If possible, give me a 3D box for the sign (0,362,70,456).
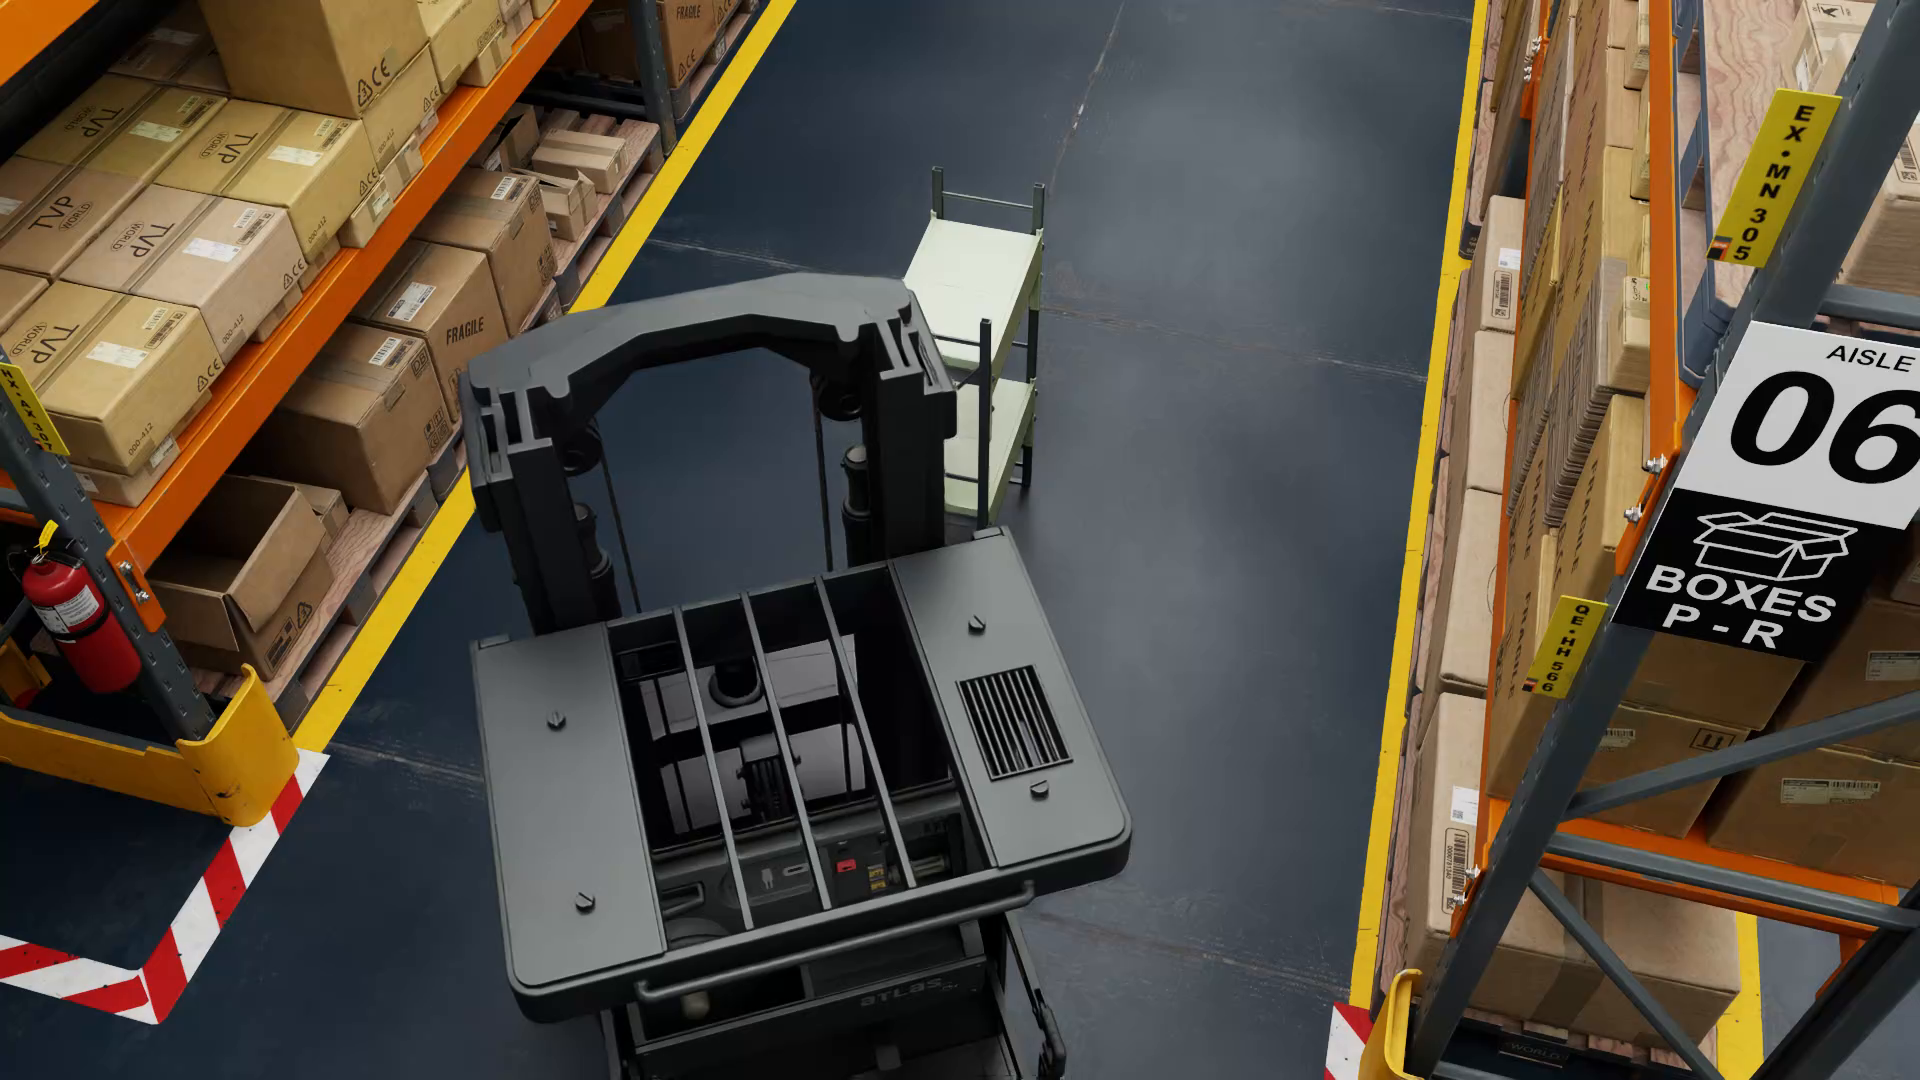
[{"bbox_3d":[-2.461,-0.346,4.396,0.100,0.325,0.005,12,50,10],"label":"sign"}]

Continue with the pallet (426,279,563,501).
[{"bbox_3d":[-2.433,-0.755,7.195,1.003,0.211,1.213,12,50,10],"label":"pallet"}]

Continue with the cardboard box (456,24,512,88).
[{"bbox_3d":[-2.000,-1.936,6.544,0.380,0.149,0.250,11,49,9],"label":"cardboard box"}]

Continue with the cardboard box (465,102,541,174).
[{"bbox_3d":[-2.334,-1.878,7.839,0.500,0.311,0.500,13,50,11],"label":"cardboard box"}]

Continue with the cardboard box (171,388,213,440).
[{"bbox_3d":[-2.611,-0.460,5.242,0.380,0.149,0.250,13,50,11],"label":"cardboard box"}]

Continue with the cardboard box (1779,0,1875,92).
[{"bbox_3d":[1.870,-0.933,3.312,0.380,0.149,0.250,8,49,7],"label":"cardboard box"}]

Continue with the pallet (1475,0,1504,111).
[{"bbox_3d":[3.307,-2.618,8.839,1.003,0.211,1.213,12,50,10],"label":"pallet"}]

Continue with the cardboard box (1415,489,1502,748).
[{"bbox_3d":[2.115,0.359,5.780,0.875,0.438,0.875,13,50,11],"label":"cardboard box"}]

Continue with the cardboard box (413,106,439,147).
[{"bbox_3d":[-2.196,-1.583,6.233,0.380,0.149,0.250,11,50,10],"label":"cardboard box"}]

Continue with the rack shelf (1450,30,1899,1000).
[{"bbox_3d":[2.331,-0.398,5.499,1.077,0.370,4.000,12,50,10],"label":"rack shelf"}]

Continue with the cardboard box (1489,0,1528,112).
[{"bbox_3d":[3.174,-2.638,8.133,0.875,0.875,0.875,13,50,11],"label":"cardboard box"}]

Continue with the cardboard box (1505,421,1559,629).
[{"bbox_3d":[1.823,0.016,4.587,0.500,0.500,0.500,11,49,9],"label":"cardboard box"}]

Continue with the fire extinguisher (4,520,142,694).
[{"bbox_3d":[-2.578,0.180,4.809,0.296,0.674,0.183,12,50,10],"label":"fire extinguisher"}]

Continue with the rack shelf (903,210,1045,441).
[{"bbox_3d":[0.002,-0.759,5.818,0.431,0.370,0.720,12,50,10],"label":"rack shelf"}]

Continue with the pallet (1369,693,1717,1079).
[{"bbox_3d":[1.940,1.139,5.522,1.003,0.211,1.213,12,50,10],"label":"pallet"}]

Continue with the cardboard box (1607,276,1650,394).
[{"bbox_3d":[1.737,-0.459,3.907,0.380,0.149,0.250,11,50,10],"label":"cardboard box"}]

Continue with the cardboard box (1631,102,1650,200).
[{"bbox_3d":[1.989,-1.001,4.385,0.380,0.149,0.250,13,50,11],"label":"cardboard box"}]

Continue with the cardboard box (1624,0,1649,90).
[{"bbox_3d":[2.105,-1.386,4.725,0.380,0.149,0.250,12,50,10],"label":"cardboard box"}]

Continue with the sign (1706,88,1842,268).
[{"bbox_3d":[1.285,-0.566,2.629,0.100,0.325,0.005,12,50,10],"label":"sign"}]

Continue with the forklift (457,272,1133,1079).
[{"bbox_3d":[-0.334,0.981,3.848,1.130,2.935,3.031,-12,50,-11],"label":"forklift"}]

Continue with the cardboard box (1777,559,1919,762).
[{"bbox_3d":[2.206,0.156,3.797,0.500,0.500,0.500,11,49,9],"label":"cardboard box"}]

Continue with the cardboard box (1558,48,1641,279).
[{"bbox_3d":[2.079,-1.053,4.864,0.500,0.500,0.500,11,50,10],"label":"cardboard box"}]

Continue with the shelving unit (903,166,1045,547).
[{"bbox_3d":[0.002,-0.501,6.111,0.431,1.500,0.755,12,50,10],"label":"shelving unit"}]

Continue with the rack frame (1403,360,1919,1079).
[{"bbox_3d":[1.805,0.811,3.953,1.000,3.000,0.127,12,50,10],"label":"rack frame"}]

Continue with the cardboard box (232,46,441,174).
[{"bbox_3d":[-2.229,-1.596,5.979,0.500,0.250,0.500,10,49,9],"label":"cardboard box"}]

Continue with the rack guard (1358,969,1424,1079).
[{"bbox_3d":[1.799,1.655,4.875,1.175,0.500,0.348,12,50,10],"label":"rack guard"}]

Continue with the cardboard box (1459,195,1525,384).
[{"bbox_3d":[2.589,-0.941,6.927,0.875,0.438,0.875,11,49,9],"label":"cardboard box"}]

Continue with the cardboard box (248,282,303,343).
[{"bbox_3d":[-2.450,-0.828,5.566,0.380,0.149,0.250,13,50,11],"label":"cardboard box"}]

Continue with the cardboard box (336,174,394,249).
[{"bbox_3d":[-2.247,-1.189,5.885,0.380,0.149,0.250,10,49,9],"label":"cardboard box"}]

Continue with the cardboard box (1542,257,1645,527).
[{"bbox_3d":[1.811,-0.333,4.228,0.500,0.500,0.500,12,50,10],"label":"cardboard box"}]

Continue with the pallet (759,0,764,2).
[{"bbox_3d":[-1.435,-3.618,9.721,1.003,0.211,1.213,12,50,10],"label":"pallet"}]

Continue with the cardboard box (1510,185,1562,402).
[{"bbox_3d":[2.072,-0.734,5.249,0.500,0.500,0.500,13,50,11],"label":"cardboard box"}]

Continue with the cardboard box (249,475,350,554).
[{"bbox_3d":[-2.583,-0.085,6.365,0.380,0.149,0.250,10,49,9],"label":"cardboard box"}]

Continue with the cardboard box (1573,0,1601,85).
[{"bbox_3d":[2.360,-1.786,5.511,0.500,0.500,0.500,11,49,10],"label":"cardboard box"}]

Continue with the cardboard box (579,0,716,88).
[{"bbox_3d":[-1.588,-2.677,8.418,0.500,0.500,0.500,14,50,12],"label":"cardboard box"}]

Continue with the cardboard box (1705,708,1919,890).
[{"bbox_3d":[2.208,0.487,4.172,0.500,0.500,0.500,11,50,10],"label":"cardboard box"}]

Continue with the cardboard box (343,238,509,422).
[{"bbox_3d":[-2.234,-0.875,6.828,0.500,0.500,0.500,12,50,11],"label":"cardboard box"}]

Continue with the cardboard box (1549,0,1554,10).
[{"bbox_3d":[2.733,-2.407,6.893,0.500,0.250,0.500,10,49,9],"label":"cardboard box"}]

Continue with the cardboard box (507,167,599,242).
[{"bbox_3d":[-1.889,-1.575,7.601,0.396,0.266,0.258,13,50,11],"label":"cardboard box"}]

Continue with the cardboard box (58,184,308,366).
[{"bbox_3d":[-2.473,-0.855,5.324,0.500,0.250,0.500,12,50,10],"label":"cardboard box"}]

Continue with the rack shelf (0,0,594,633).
[{"bbox_3d":[-2.458,-1.375,6.361,1.077,0.370,4.000,12,50,10],"label":"rack shelf"}]

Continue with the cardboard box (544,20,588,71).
[{"bbox_3d":[-2.088,-2.785,8.513,0.500,0.500,0.500,11,50,10],"label":"cardboard box"}]

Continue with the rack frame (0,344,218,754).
[{"bbox_3d":[-2.985,-0.166,4.815,1.000,3.000,0.127,12,50,10],"label":"rack frame"}]

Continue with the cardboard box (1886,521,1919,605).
[{"bbox_3d":[2.165,0.030,3.476,0.380,0.149,0.250,13,50,11],"label":"cardboard box"}]

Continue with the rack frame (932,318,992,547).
[{"bbox_3d":[-0.095,-0.236,5.877,0.400,1.500,0.023,12,50,10],"label":"rack frame"}]

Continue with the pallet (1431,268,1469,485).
[{"bbox_3d":[2.582,-0.625,7.080,1.003,0.211,1.213,12,50,10],"label":"pallet"}]

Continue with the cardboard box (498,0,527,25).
[{"bbox_3d":[-1.948,-2.327,6.623,0.500,0.250,0.500,12,50,10],"label":"cardboard box"}]

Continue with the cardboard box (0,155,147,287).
[{"bbox_3d":[-2.983,-0.973,5.429,0.500,0.250,0.500,12,50,10],"label":"cardboard box"}]

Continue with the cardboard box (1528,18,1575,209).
[{"bbox_3d":[2.345,-1.465,5.894,0.500,0.500,0.500,12,50,10],"label":"cardboard box"}]

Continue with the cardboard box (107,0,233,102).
[{"bbox_3d":[-2.710,-1.708,6.078,0.500,0.250,0.500,11,50,10],"label":"cardboard box"}]

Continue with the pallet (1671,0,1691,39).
[{"bbox_3d":[2.309,-1.577,4.118,1.003,0.211,1.213,12,50,10],"label":"pallet"}]

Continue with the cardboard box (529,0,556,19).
[{"bbox_3d":[-1.865,-2.311,6.875,0.380,0.149,0.250,13,50,11],"label":"cardboard box"}]
